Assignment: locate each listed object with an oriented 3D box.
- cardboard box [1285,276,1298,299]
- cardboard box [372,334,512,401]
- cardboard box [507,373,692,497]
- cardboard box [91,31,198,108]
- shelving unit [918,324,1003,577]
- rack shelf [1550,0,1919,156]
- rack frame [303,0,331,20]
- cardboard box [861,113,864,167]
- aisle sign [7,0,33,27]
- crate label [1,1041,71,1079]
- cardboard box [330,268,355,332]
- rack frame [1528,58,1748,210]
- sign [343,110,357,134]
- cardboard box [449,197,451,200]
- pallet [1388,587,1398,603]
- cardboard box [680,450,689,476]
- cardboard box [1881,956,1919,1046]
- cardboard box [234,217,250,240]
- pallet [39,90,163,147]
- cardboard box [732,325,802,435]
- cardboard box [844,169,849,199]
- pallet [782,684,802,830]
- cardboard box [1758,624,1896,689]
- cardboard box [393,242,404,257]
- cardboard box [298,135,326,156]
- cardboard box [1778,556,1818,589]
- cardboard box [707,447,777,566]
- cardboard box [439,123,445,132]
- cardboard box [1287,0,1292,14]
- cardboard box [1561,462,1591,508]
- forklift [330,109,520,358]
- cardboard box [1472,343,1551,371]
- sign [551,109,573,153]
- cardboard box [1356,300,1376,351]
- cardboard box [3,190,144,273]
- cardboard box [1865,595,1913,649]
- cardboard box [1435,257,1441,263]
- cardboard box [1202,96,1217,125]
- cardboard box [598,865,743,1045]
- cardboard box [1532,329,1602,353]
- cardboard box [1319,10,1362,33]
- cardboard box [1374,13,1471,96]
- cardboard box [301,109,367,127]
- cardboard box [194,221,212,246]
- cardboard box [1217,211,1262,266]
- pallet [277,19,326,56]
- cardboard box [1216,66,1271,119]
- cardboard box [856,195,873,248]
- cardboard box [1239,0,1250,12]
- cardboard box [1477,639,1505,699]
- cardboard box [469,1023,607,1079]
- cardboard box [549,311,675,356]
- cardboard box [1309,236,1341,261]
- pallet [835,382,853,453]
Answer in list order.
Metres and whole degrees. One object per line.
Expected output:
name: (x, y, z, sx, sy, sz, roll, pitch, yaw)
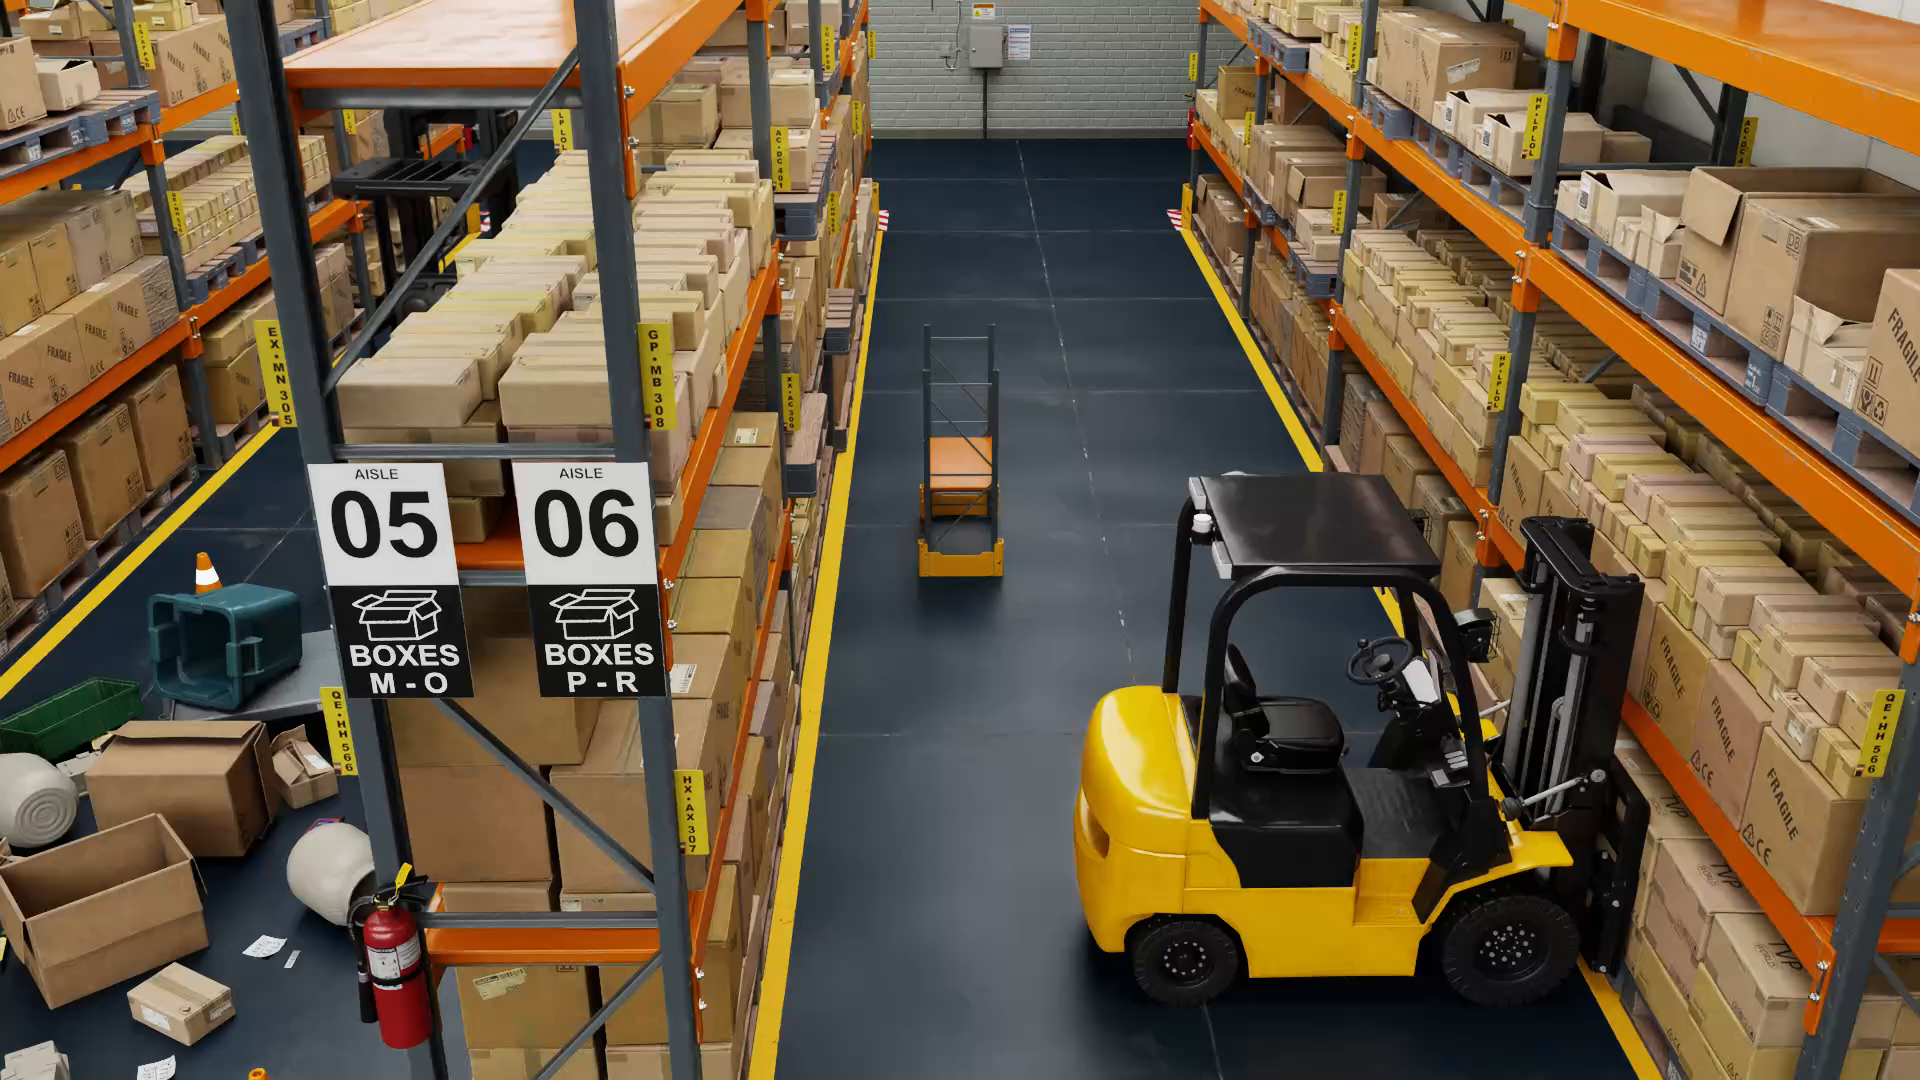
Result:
cardboard box: (3.220, -2.337, 15.397, 0.380, 0.149, 0.250, 1, 24, 1)
cardboard box: (-1.690, -0.567, 5.444, 0.380, 0.149, 0.250, 0, 24, 0)
cardboard box: (-1.166, -0.349, 5.447, 0.500, 0.250, 0.500, -1, 24, -2)
cardboard box: (-6.203, -3.588, 12.666, 0.500, 0.500, 0.500, 0, 24, -1)
shelving unit: (0.001, -0.652, 11.755, 0.587, 1.500, 1.083, 0, 24, -1)
rack shelf: (3.515, -1.778, 6.504, 1.077, 0.370, 4.000, 0, 24, -1)
rack frame: (-6.506, -6.321, 15.190, 1.000, 3.000, 0.127, 0, 24, -1)
cardboard box: (-1.301, -4.304, 17.889, 0.500, 0.500, 0.500, 0, 24, 0)
aisle sign: (-11.212, -6.471, 19.646, 0.394, 0.787, 0.004, 0, 24, -1)
crate label: (-3.898, 2.247, 6.998, 0.250, 0.136, 0.298, -14, 28, -28)
cardboard box: (-6.246, -2.336, 16.183, 0.500, 0.500, 0.500, -1, 24, -2)
rack frame: (3.493, -3.113, 8.095, 1.000, 3.000, 0.127, 0, 24, -1)
sign: (-5.951, -4.119, 16.197, 0.100, 0.325, 0.005, 0, 24, -1)
cardboard box: (-6.291, -4.183, 19.969, 0.380, 0.149, 0.250, 0, 24, 0)
pallet: (3.430, 0.084, 11.691, 1.003, 0.211, 1.213, 0, 24, -1)
cardboard box: (-1.167, -0.315, 5.854, 0.380, 0.149, 0.250, 0, 24, 1)
cardboard box: (3.721, 1.676, 6.401, 0.500, 0.250, 0.500, -1, 24, -1)
cardboard box: (-6.282, -2.644, 14.136, 0.380, 0.149, 0.250, 1, 24, 1)
pallet: (-6.403, -2.955, 11.617, 1.213, 0.211, 1.003, 1, 24, 2)
cardboard box: (-1.189, -0.922, 9.540, 0.500, 0.500, 0.500, 0, 24, 1)
cardboard box: (-1.285, -3.211, 15.169, 0.500, 0.250, 0.500, 0, 24, 1)
pallet: (-1.428, 1.192, 9.242, 1.003, 0.211, 1.213, 0, 24, -1)
cardboard box: (3.258, 0.437, 6.258, 0.380, 0.149, 0.250, 0, 24, 1)
cardboard box: (-6.301, -3.195, 18.148, 0.380, 0.149, 0.250, 1, 24, 2)
cardboard box: (-6.307, -3.771, 15.905, 0.380, 0.149, 0.250, 1, 24, 2)
cardboard box: (3.798, 0.155, 7.241, 0.380, 0.149, 0.250, 0, 24, -1)
cardboard box: (-1.204, -0.142, 8.326, 0.500, 0.500, 0.500, 1, 24, 1)
cardboard box: (-6.299, -4.886, 19.601, 0.380, 0.149, 0.250, 0, 24, -1)
cardboard box: (3.053, -4.645, 14.436, 0.380, 0.149, 0.250, 0, 24, 0)
cardboard box: (3.197, -0.272, 8.186, 0.380, 0.149, 0.250, 0, 24, 1)
forklift: (-3.868, -1.772, 12.495, 1.130, 2.935, 3.031, 2, 24, 4)
cardboard box: (3.296, -1.067, 9.945, 0.380, 0.149, 0.250, 0, 24, -1)
sign: (-2.025, -2.133, 8.464, 0.100, 0.325, 0.005, 0, 24, -1)
cardboard box: (3.210, -1.568, 12.142, 0.500, 0.250, 0.500, -1, 24, -2)
cardboard box: (-6.468, -2.256, 12.146, 0.700, 0.500, 0.500, 0, 24, -1)
cardboard box: (3.773, 0.334, 6.485, 0.380, 0.149, 0.250, 0, 24, 0)
cardboard box: (3.732, -2.003, 12.497, 0.500, 0.250, 0.500, 0, 24, 1)
cardboard box: (3.103, -4.995, 19.359, 0.500, 0.250, 0.500, 0, 24, 0)
cardboard box: (-1.160, 1.669, 6.719, 0.500, 0.500, 0.500, -1, 24, -2)
cardboard box: (3.728, -1.185, 10.205, 0.380, 0.149, 0.250, 0, 24, -1)
cardboard box: (3.141, -4.214, 13.508, 0.380, 0.149, 0.250, -1, 24, -2)
cardboard box: (3.214, -3.377, 11.568, 0.500, 0.500, 0.500, 0, 24, 0)
cardboard box: (-6.268, -4.412, 16.552, 0.500, 0.500, 0.500, 0, 24, 1)
cardboard box: (-6.272, -2.464, 13.375, 0.380, 0.149, 0.250, 1, 24, 2)
cardboard box: (3.256, -3.344, 18.410, 0.700, 0.500, 0.500, -1, 24, -3)
pallet: (-6.606, -4.614, 15.283, 1.213, 0.211, 1.003, 0, 24, -1)
cardboard box: (3.114, -4.927, 18.297, 0.500, 0.500, 0.500, 0, 24, 1)
cardboard box: (-1.476, -3.675, 19.219, 0.875, 0.438, 0.875, 0, 24, 1)
cardboard box: (3.134, -5.521, 16.882, 0.500, 0.250, 0.500, -1, 24, -2)
cardboard box: (3.190, 0.655, 9.265, 0.500, 0.250, 0.500, 0, 24, -1)
cardboard box: (-1.705, 2.013, 6.870, 0.500, 0.250, 0.500, 0, 24, -1)
cardboard box: (-1.186, -0.677, 5.688, 0.380, 0.149, 0.250, 0, 24, -1)
cardboard box: (3.058, -2.373, 13.536, 0.380, 0.149, 0.250, 0, 24, 0)
pallet: (-1.447, -1.058, 14.217, 1.003, 0.211, 1.213, 0, 24, -1)
